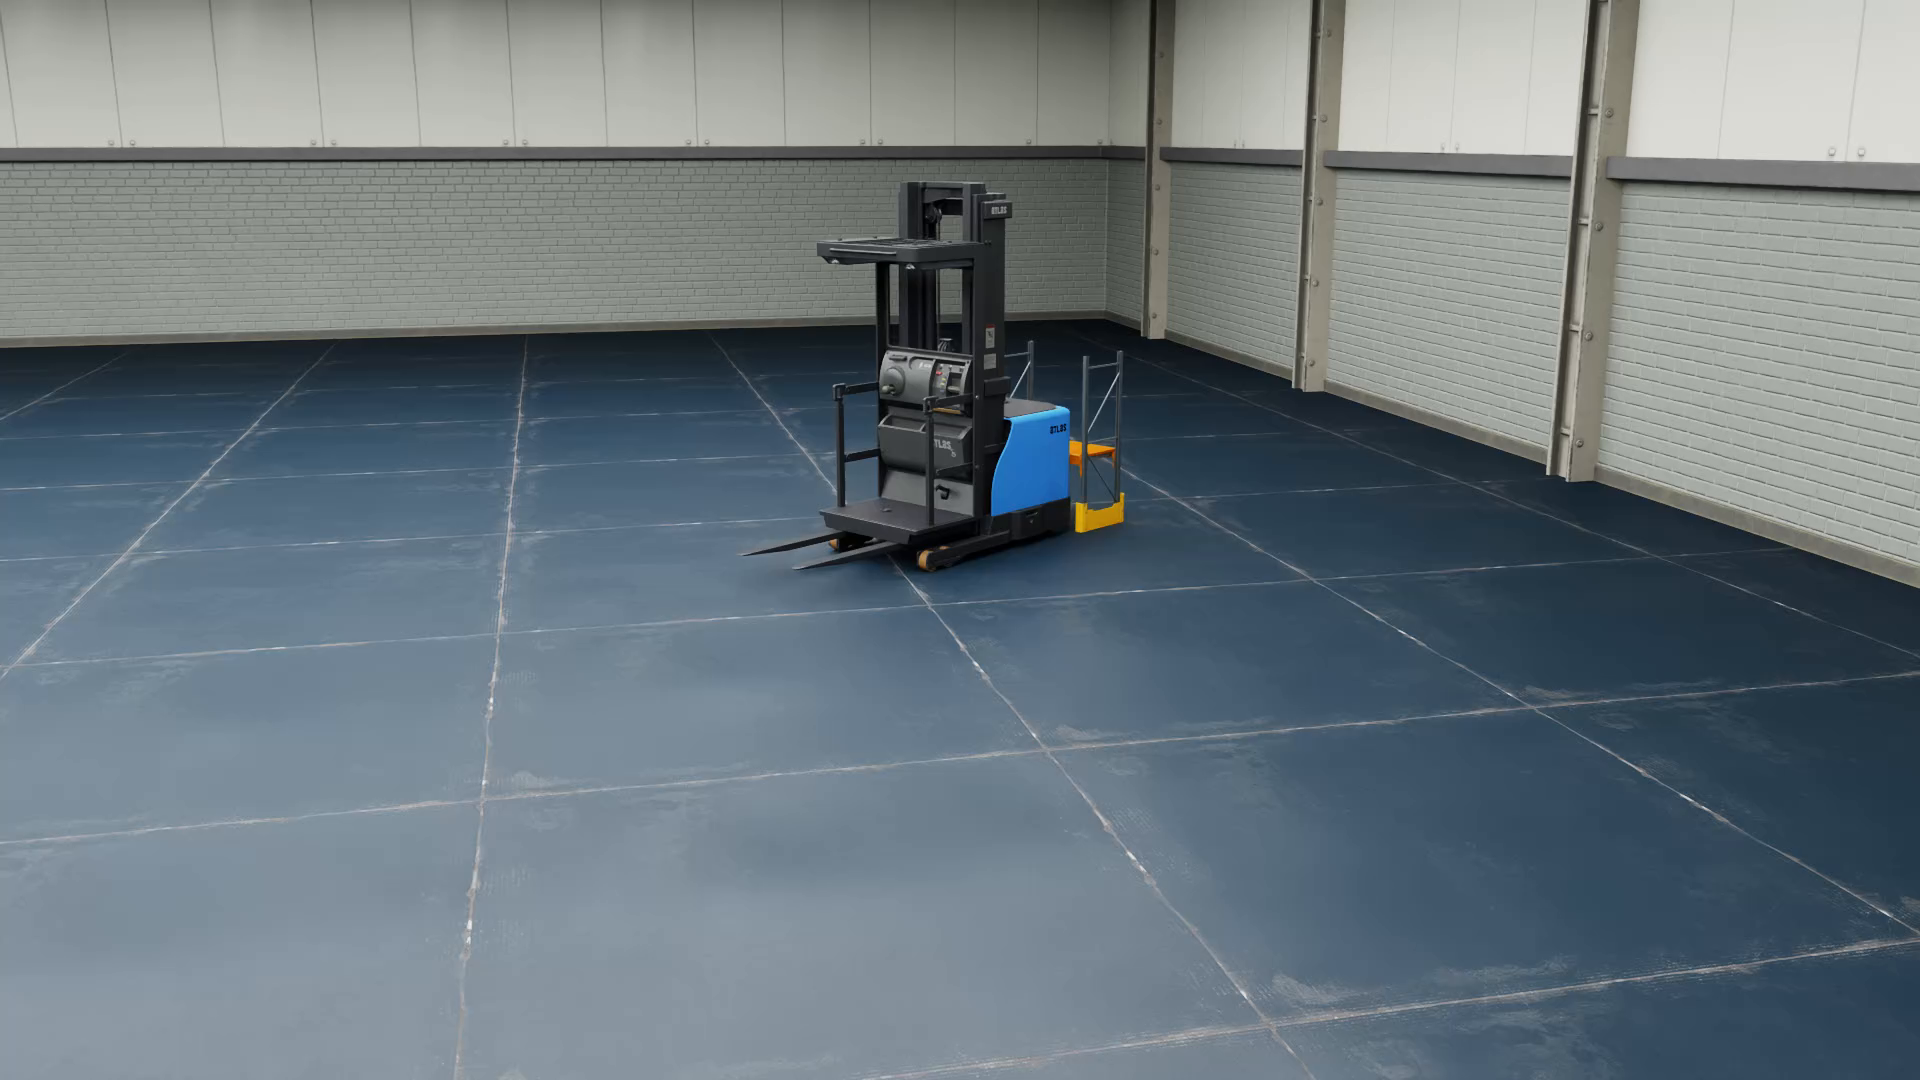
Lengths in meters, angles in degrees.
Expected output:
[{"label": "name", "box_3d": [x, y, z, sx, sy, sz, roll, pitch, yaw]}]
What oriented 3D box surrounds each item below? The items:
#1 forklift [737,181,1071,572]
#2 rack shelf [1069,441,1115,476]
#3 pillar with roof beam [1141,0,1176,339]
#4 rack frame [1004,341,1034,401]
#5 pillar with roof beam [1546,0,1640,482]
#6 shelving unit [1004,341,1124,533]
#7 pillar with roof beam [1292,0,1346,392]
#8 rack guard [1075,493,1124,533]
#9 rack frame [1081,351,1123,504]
[{"label": "forklift", "box_3d": [-0.421, -1.314, 13.128, 1.130, 2.935, 3.031, 12, 18, 41]}, {"label": "rack shelf", "box_3d": [0.845, -0.756, 14.619, 1.000, 0.185, 0.538, 13, 19, 42]}, {"label": "pillar with roof beam", "box_3d": [-0.951, -7.522, 25.756, 9.100, 9.000, 0.400, -3, 14, -13]}, {"label": "rack frame", "box_3d": [0.478, -1.014, 14.917, 0.032, 1.500, 0.500, 13, 19, 42]}, {"label": "pillar with roof beam", "box_3d": [1.868, -4.754, 14.425, 9.100, 9.000, 0.400, -3, 14, -13]}, {"label": "shelving unit", "box_3d": [0.852, -0.929, 14.570, 1.083, 1.500, 0.587, 13, 19, 42]}, {"label": "pillar with roof beam", "box_3d": [0.459, -6.138, 20.090, 9.100, 9.000, 0.400, -3, 14, -13]}, {"label": "rack guard", "box_3d": [1.212, -0.240, 14.384, 0.087, 0.250, 0.587, 13, 19, 42]}, {"label": "rack frame", "box_3d": [1.213, -0.847, 14.235, 0.032, 1.500, 0.500, 13, 19, 42]}]
